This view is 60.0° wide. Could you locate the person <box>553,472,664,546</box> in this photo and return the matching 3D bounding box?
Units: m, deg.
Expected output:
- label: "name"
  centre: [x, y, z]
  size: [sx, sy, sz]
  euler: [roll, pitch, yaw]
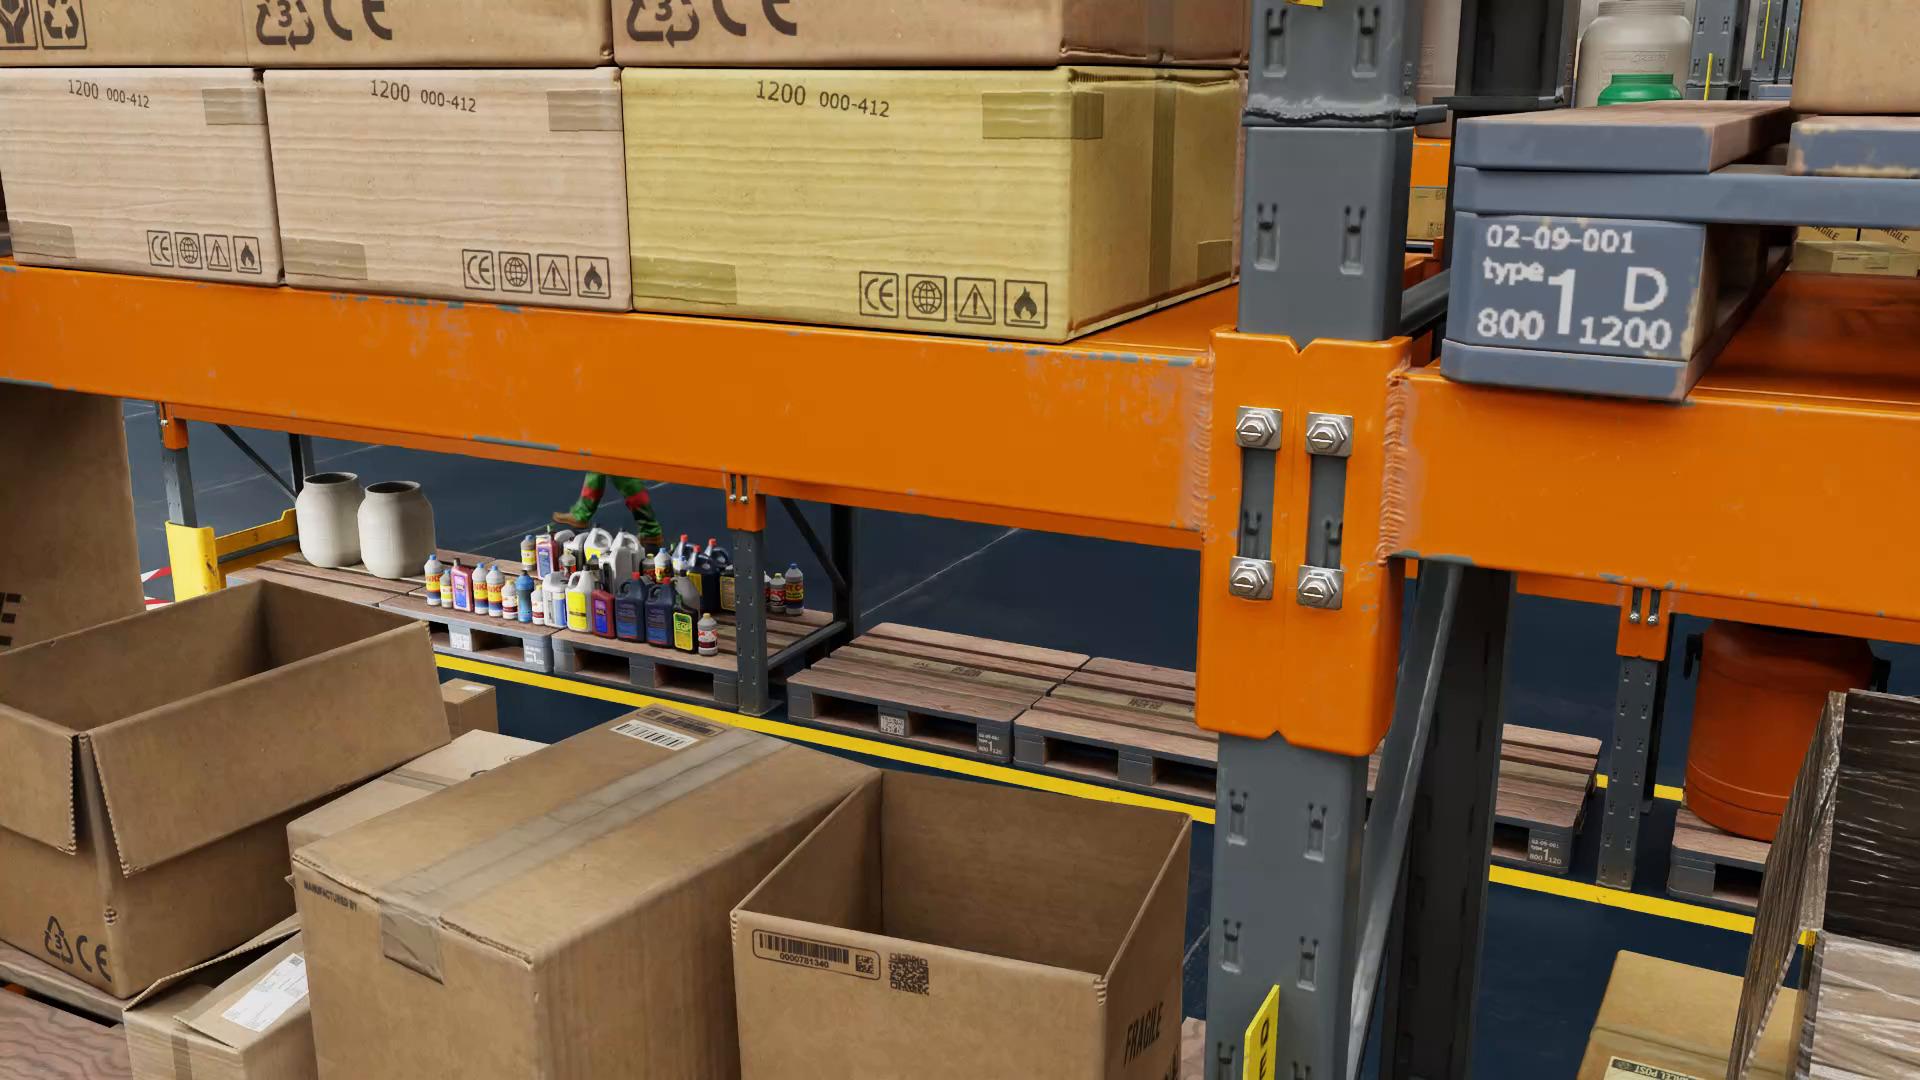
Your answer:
- label: "person"
  centre: [-2.411, -0.846, 10.967]
  size: [1.045, 1.729, 0.536]
  euler: [8, 18, 27]
